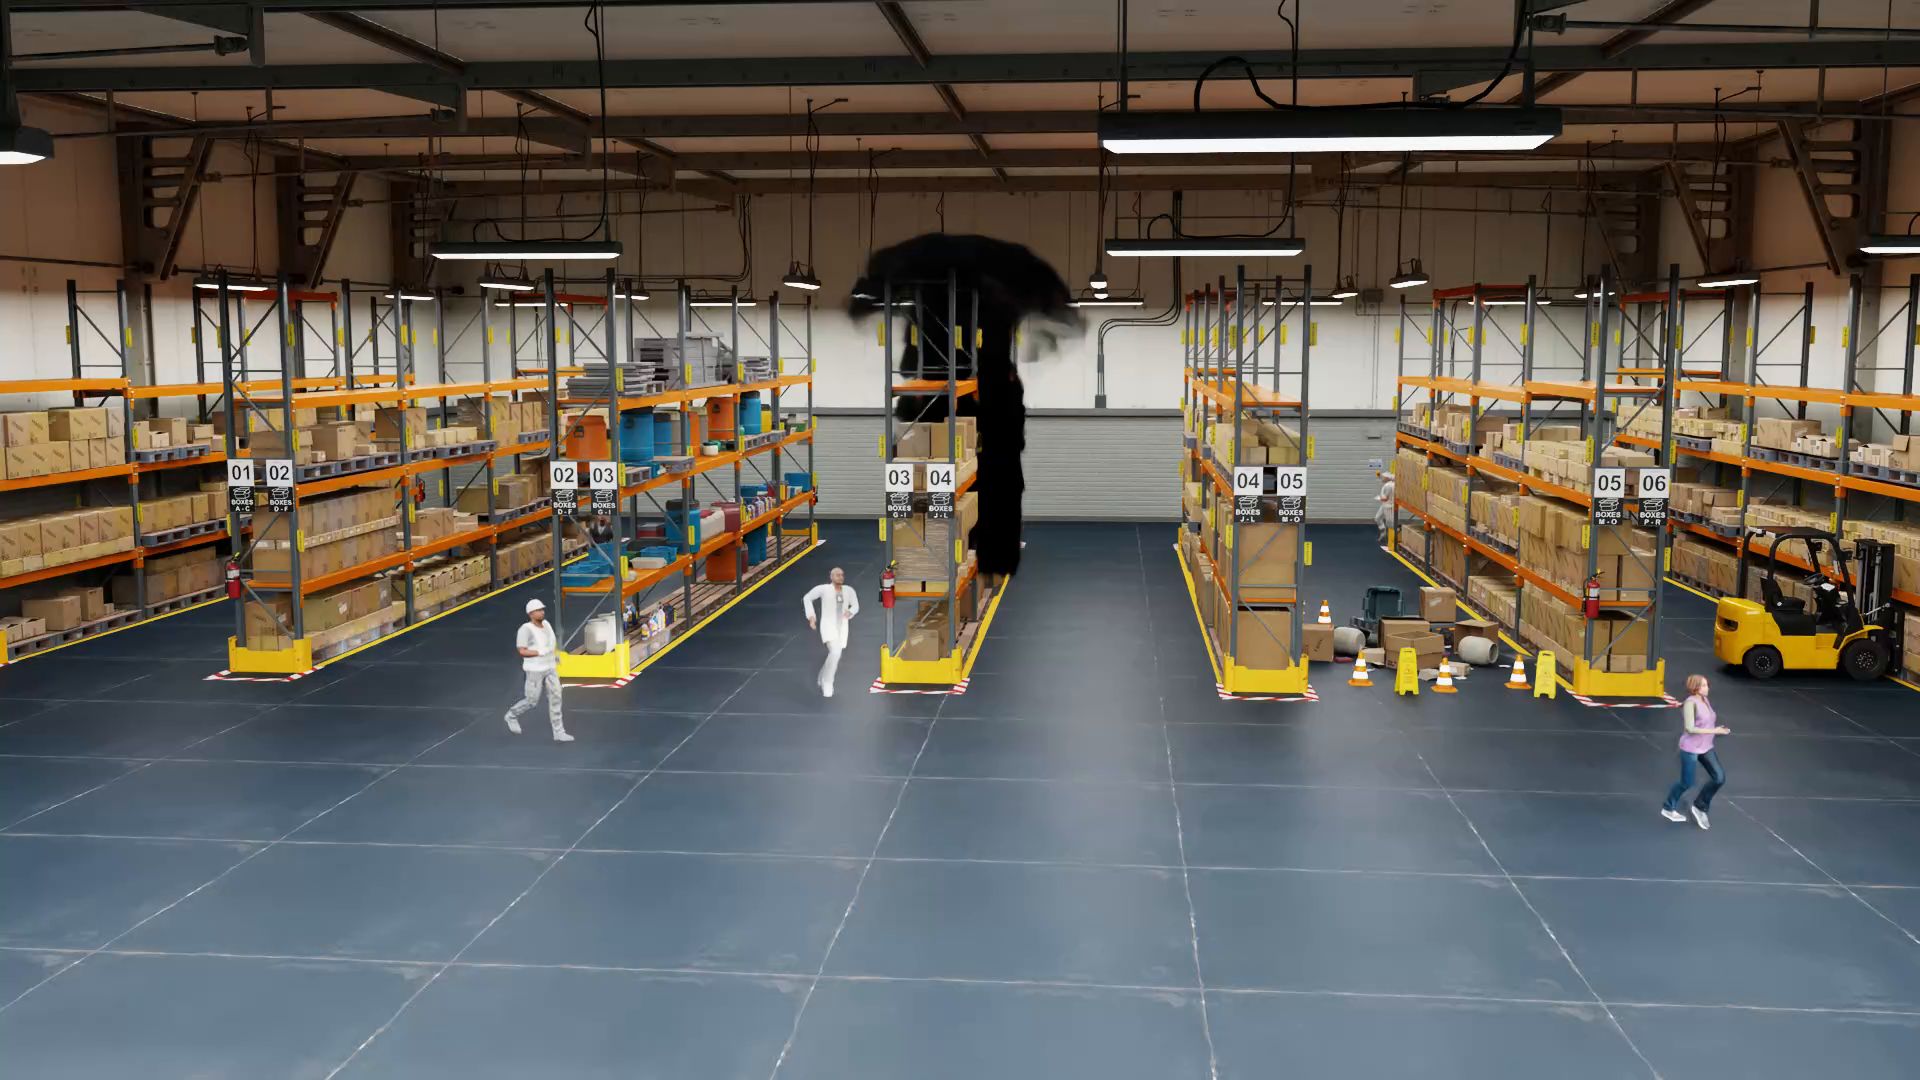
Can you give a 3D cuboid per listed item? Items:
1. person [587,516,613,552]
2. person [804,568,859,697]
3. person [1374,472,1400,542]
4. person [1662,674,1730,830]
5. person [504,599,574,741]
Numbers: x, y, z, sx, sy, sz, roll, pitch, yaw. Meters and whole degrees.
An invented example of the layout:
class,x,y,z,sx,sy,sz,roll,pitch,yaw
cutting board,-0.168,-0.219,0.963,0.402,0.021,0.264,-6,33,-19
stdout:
class,x,y,z,sx,sy,sz,roll,pitch,yaw
person,-6.923,0.260,32.151,0.644,1.680,0.591,0,7,-4
person,-1.786,1.288,23.558,0.708,1.802,0.712,-5,8,-35
person,10.419,-0.788,40.414,0.706,1.765,0.719,1,7,7
person,7.521,2.159,16.958,0.508,1.611,0.672,-4,8,-33
person,-5.223,1.612,20.625,0.970,1.763,0.693,3,8,26
